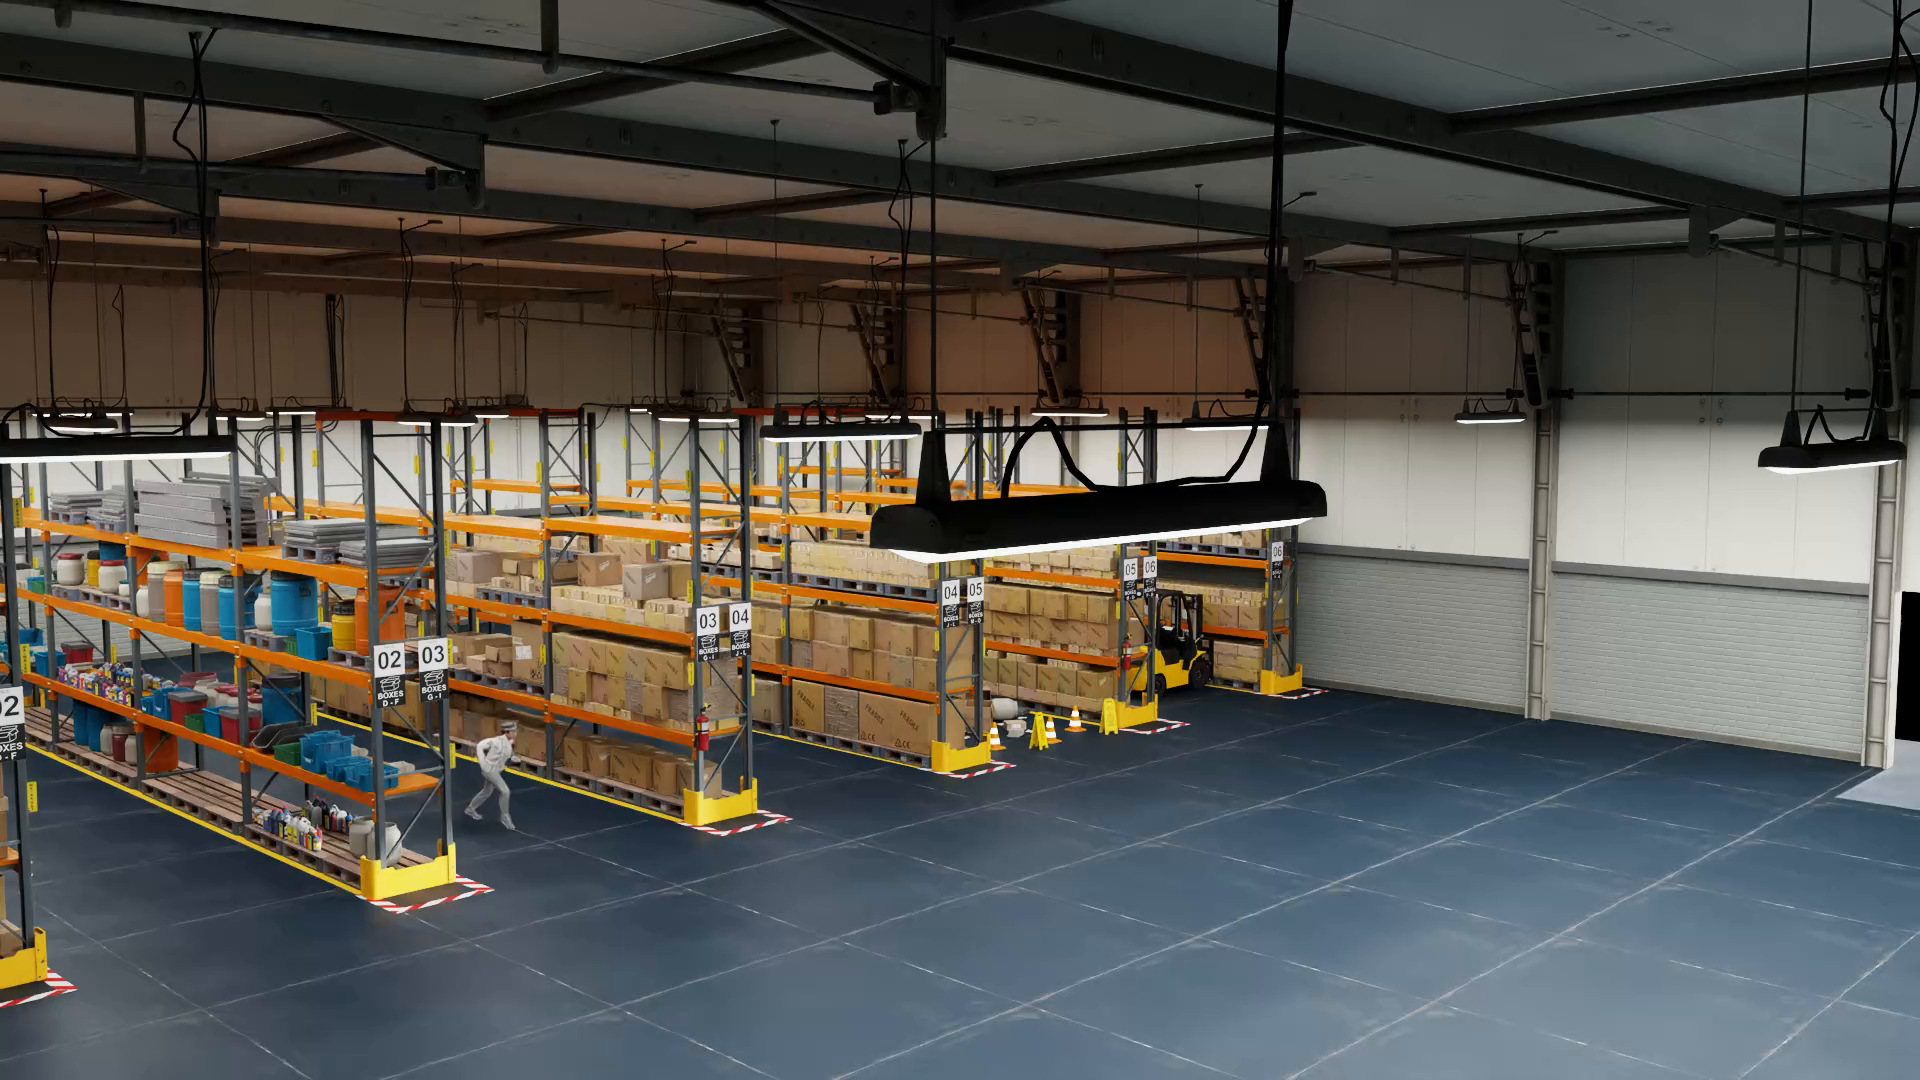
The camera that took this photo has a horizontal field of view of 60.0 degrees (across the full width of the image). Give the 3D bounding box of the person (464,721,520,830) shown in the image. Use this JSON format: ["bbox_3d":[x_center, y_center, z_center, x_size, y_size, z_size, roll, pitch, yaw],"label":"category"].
[{"bbox_3d":[-6.847,3.426,24.219,0.939,1.627,0.666,2,5,20],"label":"person"}]

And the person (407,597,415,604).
[{"bbox_3d":[-12.858,2.114,38.996,0.517,1.617,0.869,-2,5,-22],"label":"person"}]
